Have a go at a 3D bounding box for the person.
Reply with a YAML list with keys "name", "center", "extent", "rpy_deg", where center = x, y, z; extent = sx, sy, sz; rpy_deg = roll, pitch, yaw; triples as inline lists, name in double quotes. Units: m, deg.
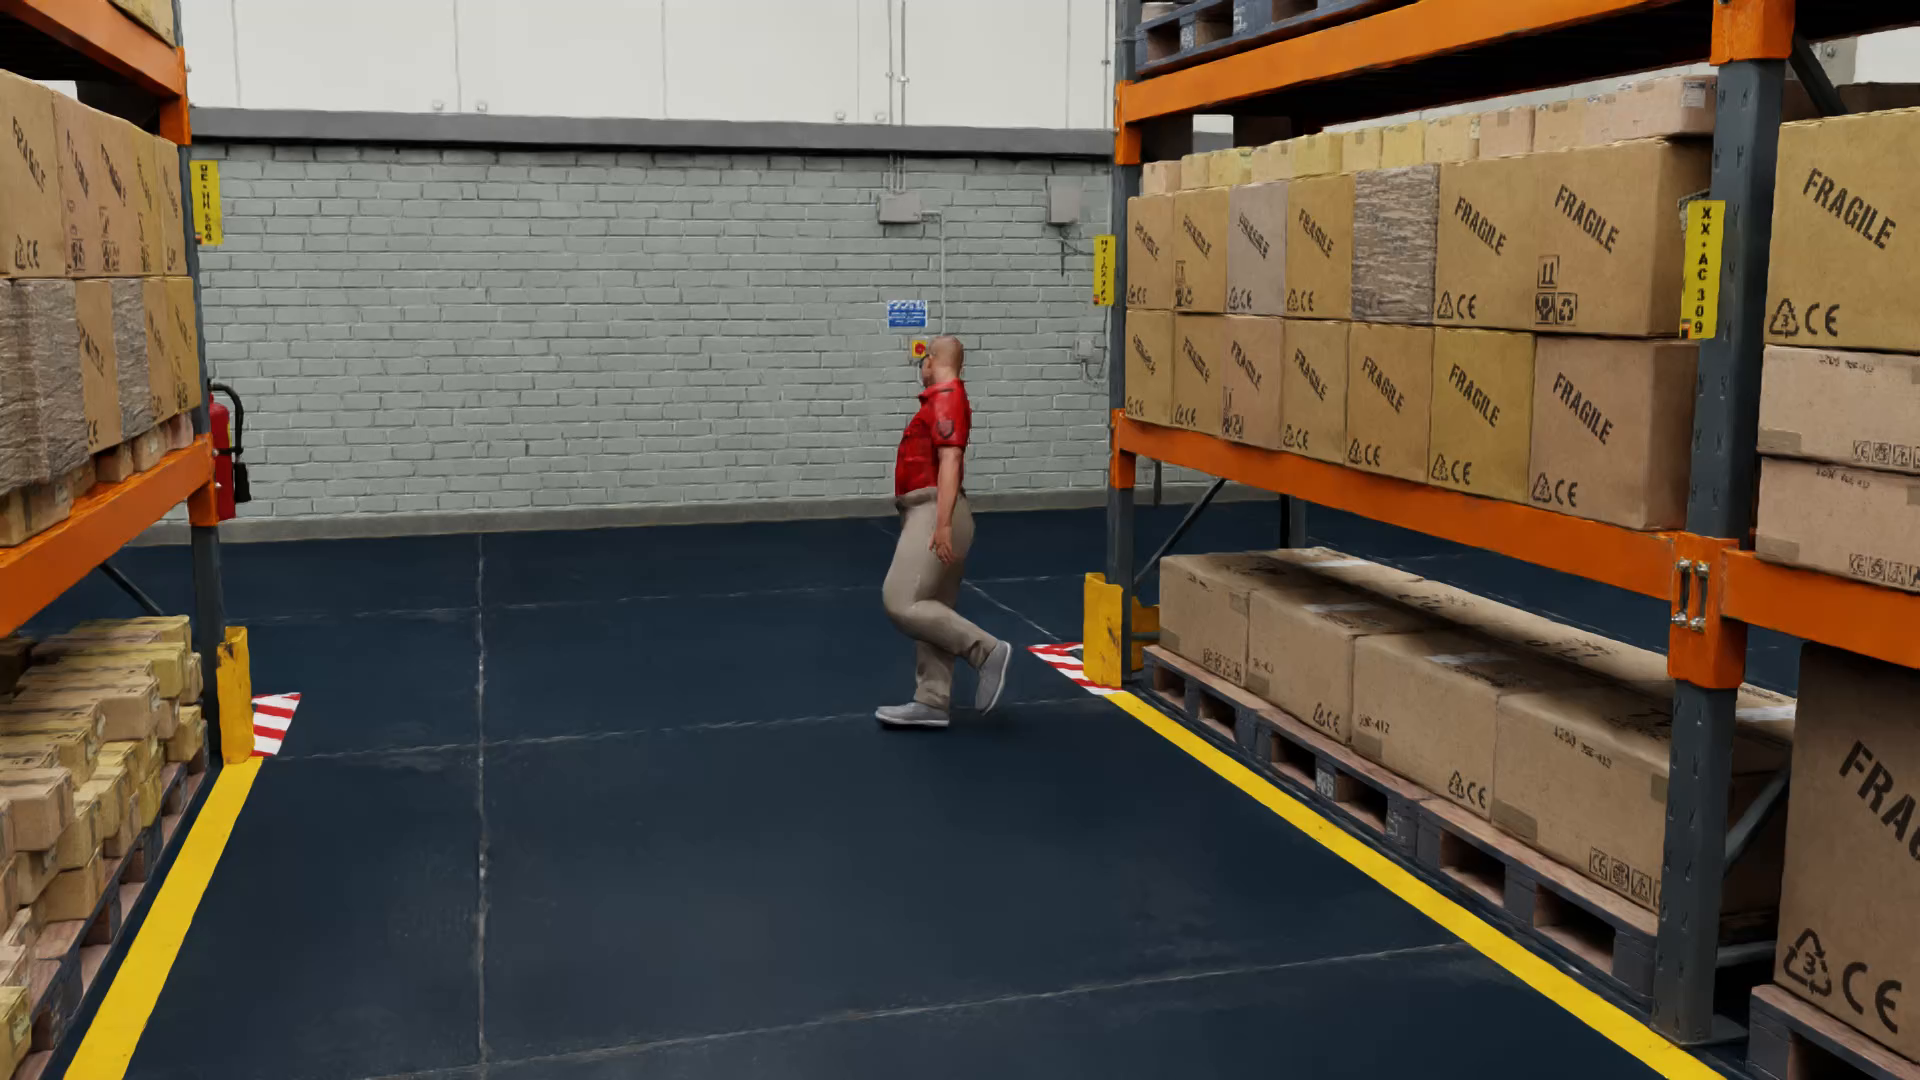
- name: "person"
  center: [-0.076, -0.048, 7.281]
  extent: [0.600, 1.681, 0.654]
  rpy_deg: [0, 9, -1]
